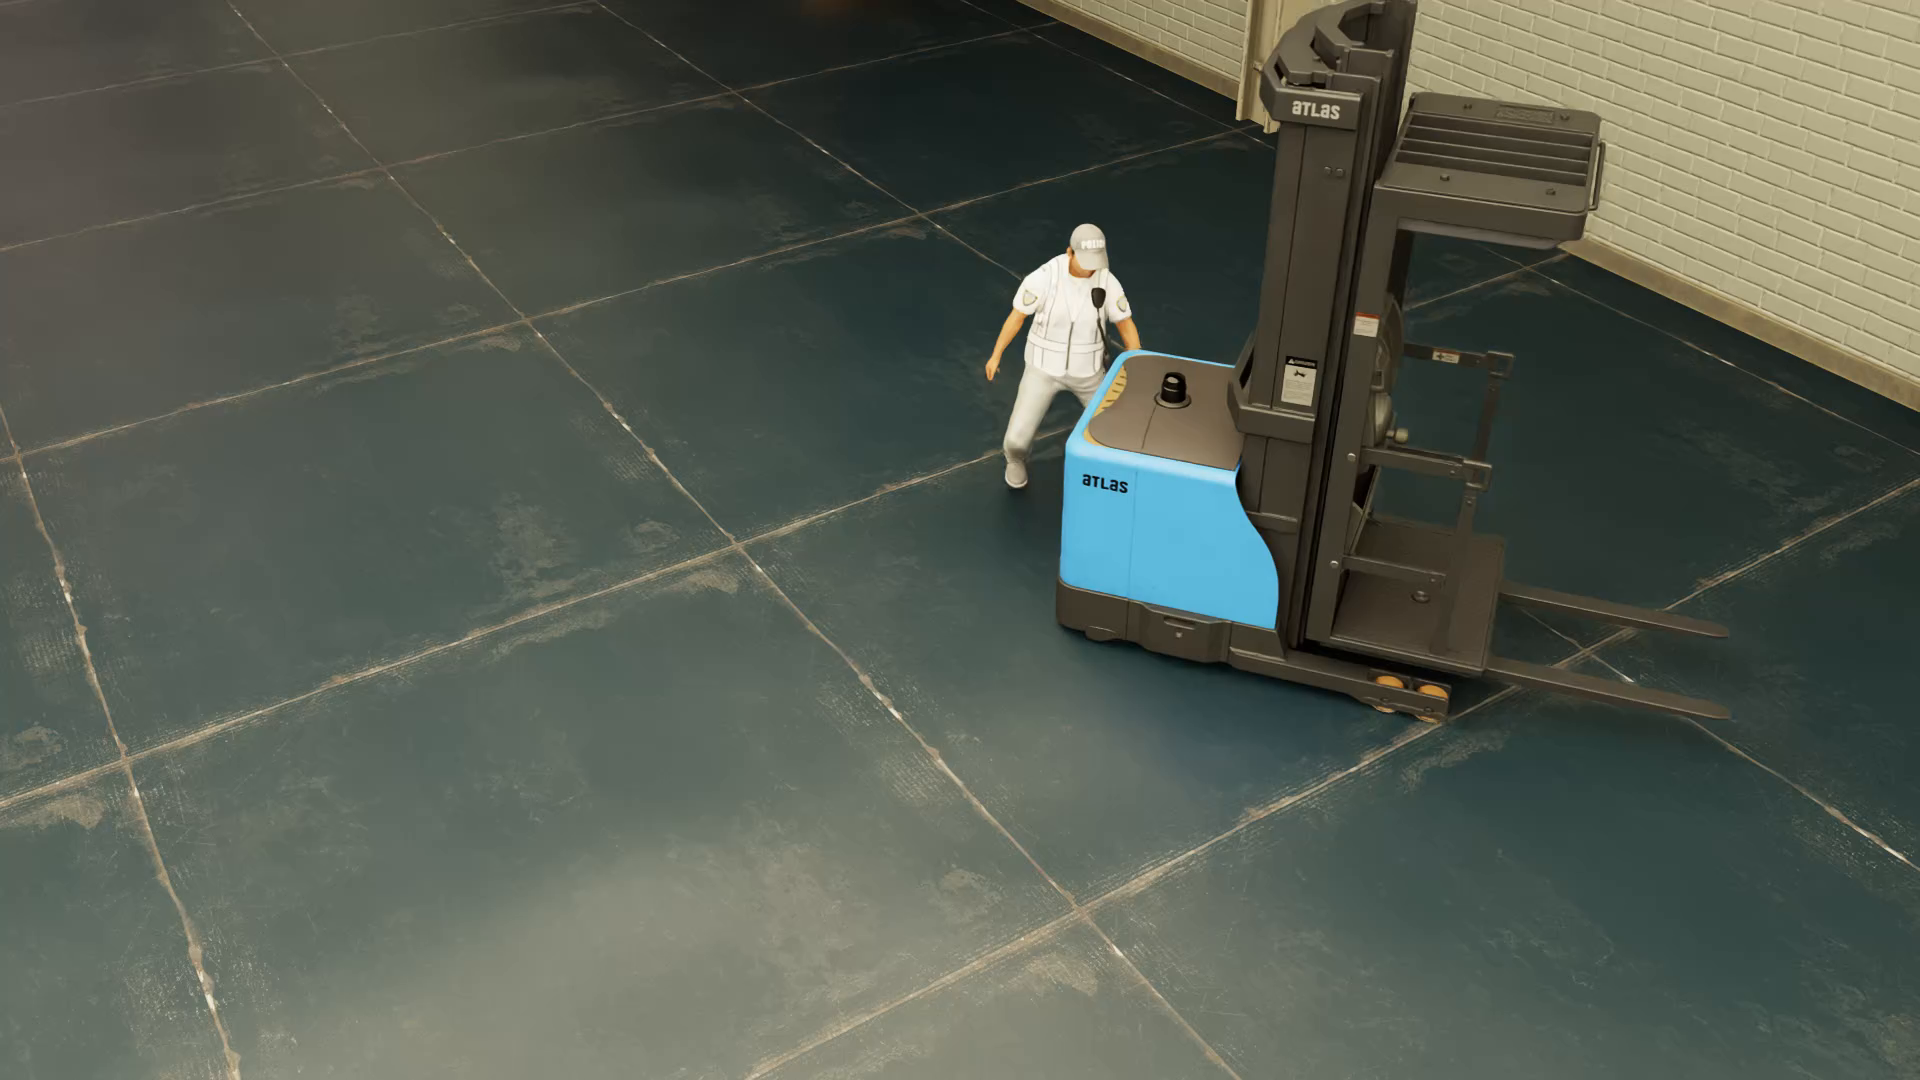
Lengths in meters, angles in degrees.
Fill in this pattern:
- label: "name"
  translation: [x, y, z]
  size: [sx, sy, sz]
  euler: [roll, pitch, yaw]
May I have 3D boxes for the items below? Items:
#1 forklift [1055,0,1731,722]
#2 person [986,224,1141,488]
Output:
- label: "forklift"
  translation: [2.033, -0.722, 7.175]
  size: [3.031, 2.935, 1.130]
  euler: [12, 37, 16]
- label: "person"
  translation: [0.560, -0.900, 8.636]
  size: [0.850, 1.575, 0.541]
  euler: [1, 35, 1]
